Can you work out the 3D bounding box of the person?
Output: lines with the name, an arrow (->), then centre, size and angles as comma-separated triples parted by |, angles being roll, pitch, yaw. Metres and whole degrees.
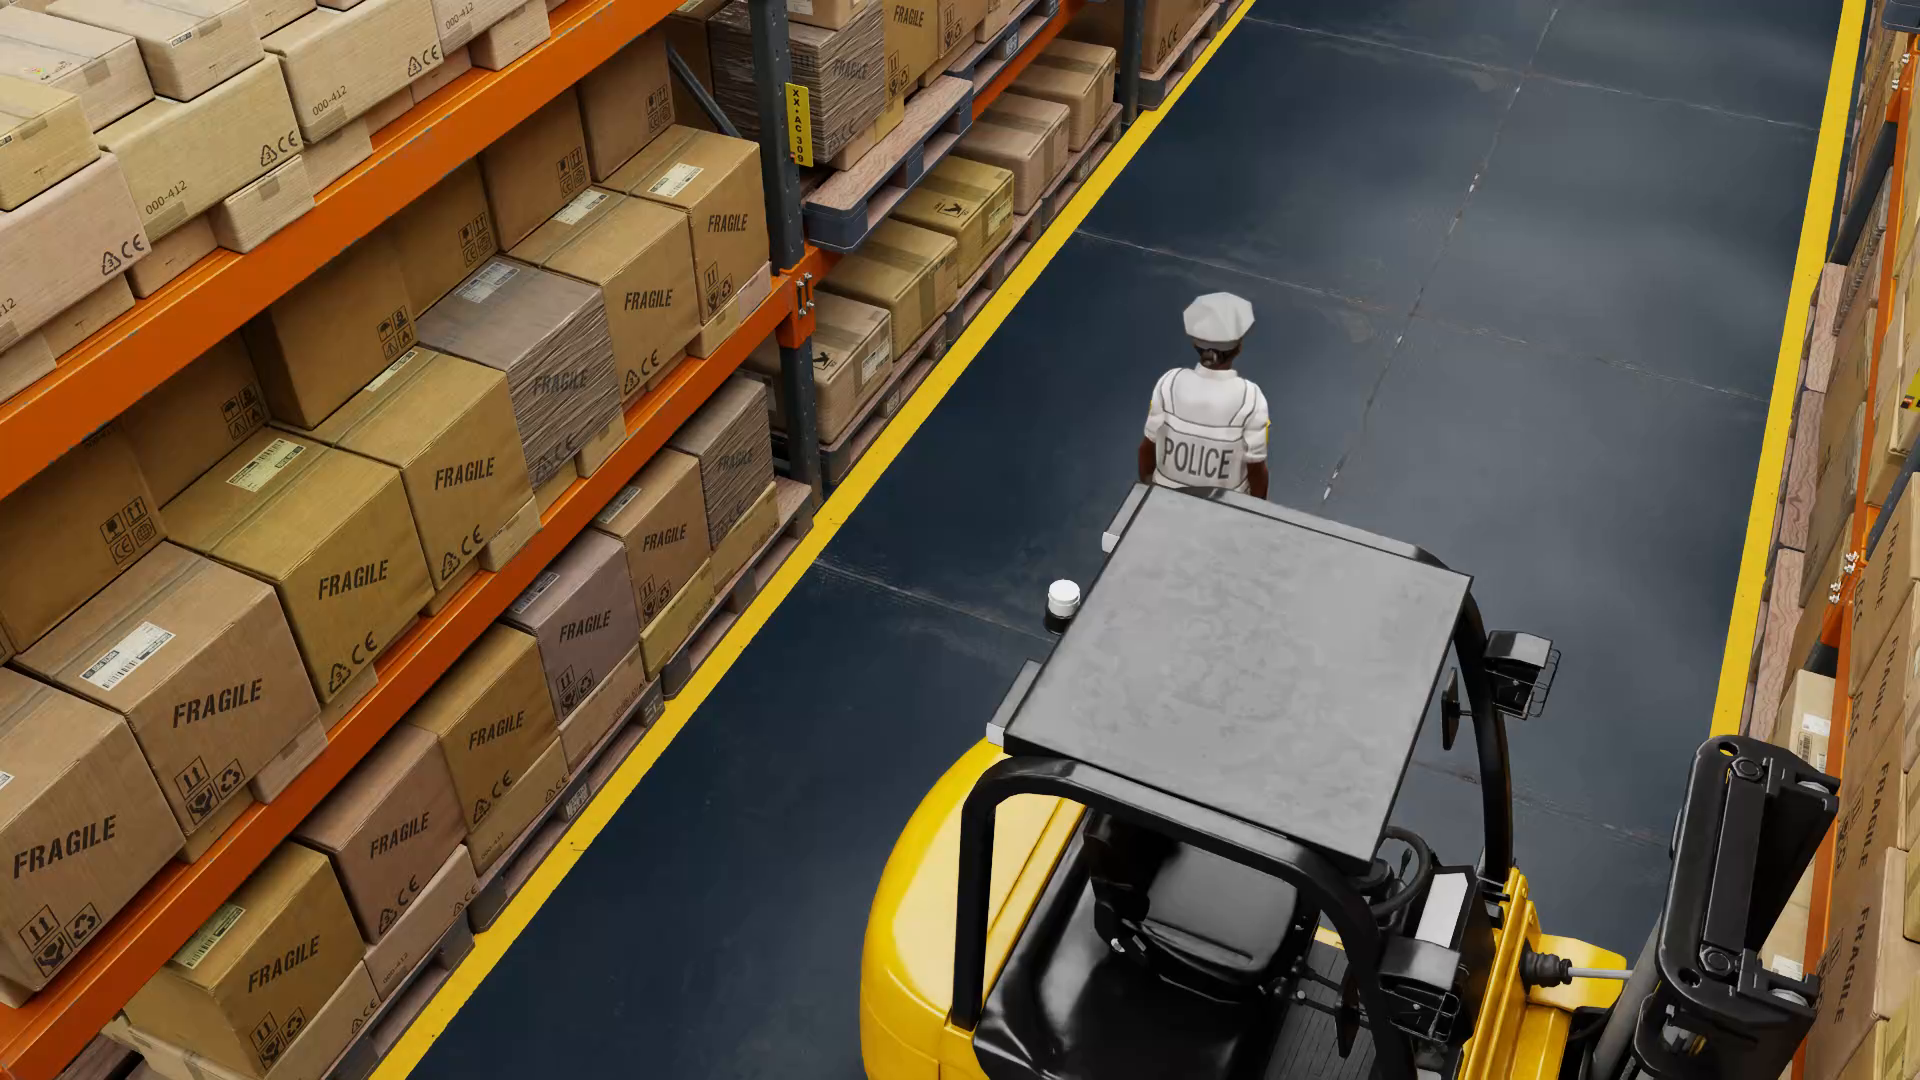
person -> 0.933, -0.154, 6.331 | 0.527, 1.658, 0.428 | 15, 44, 16
